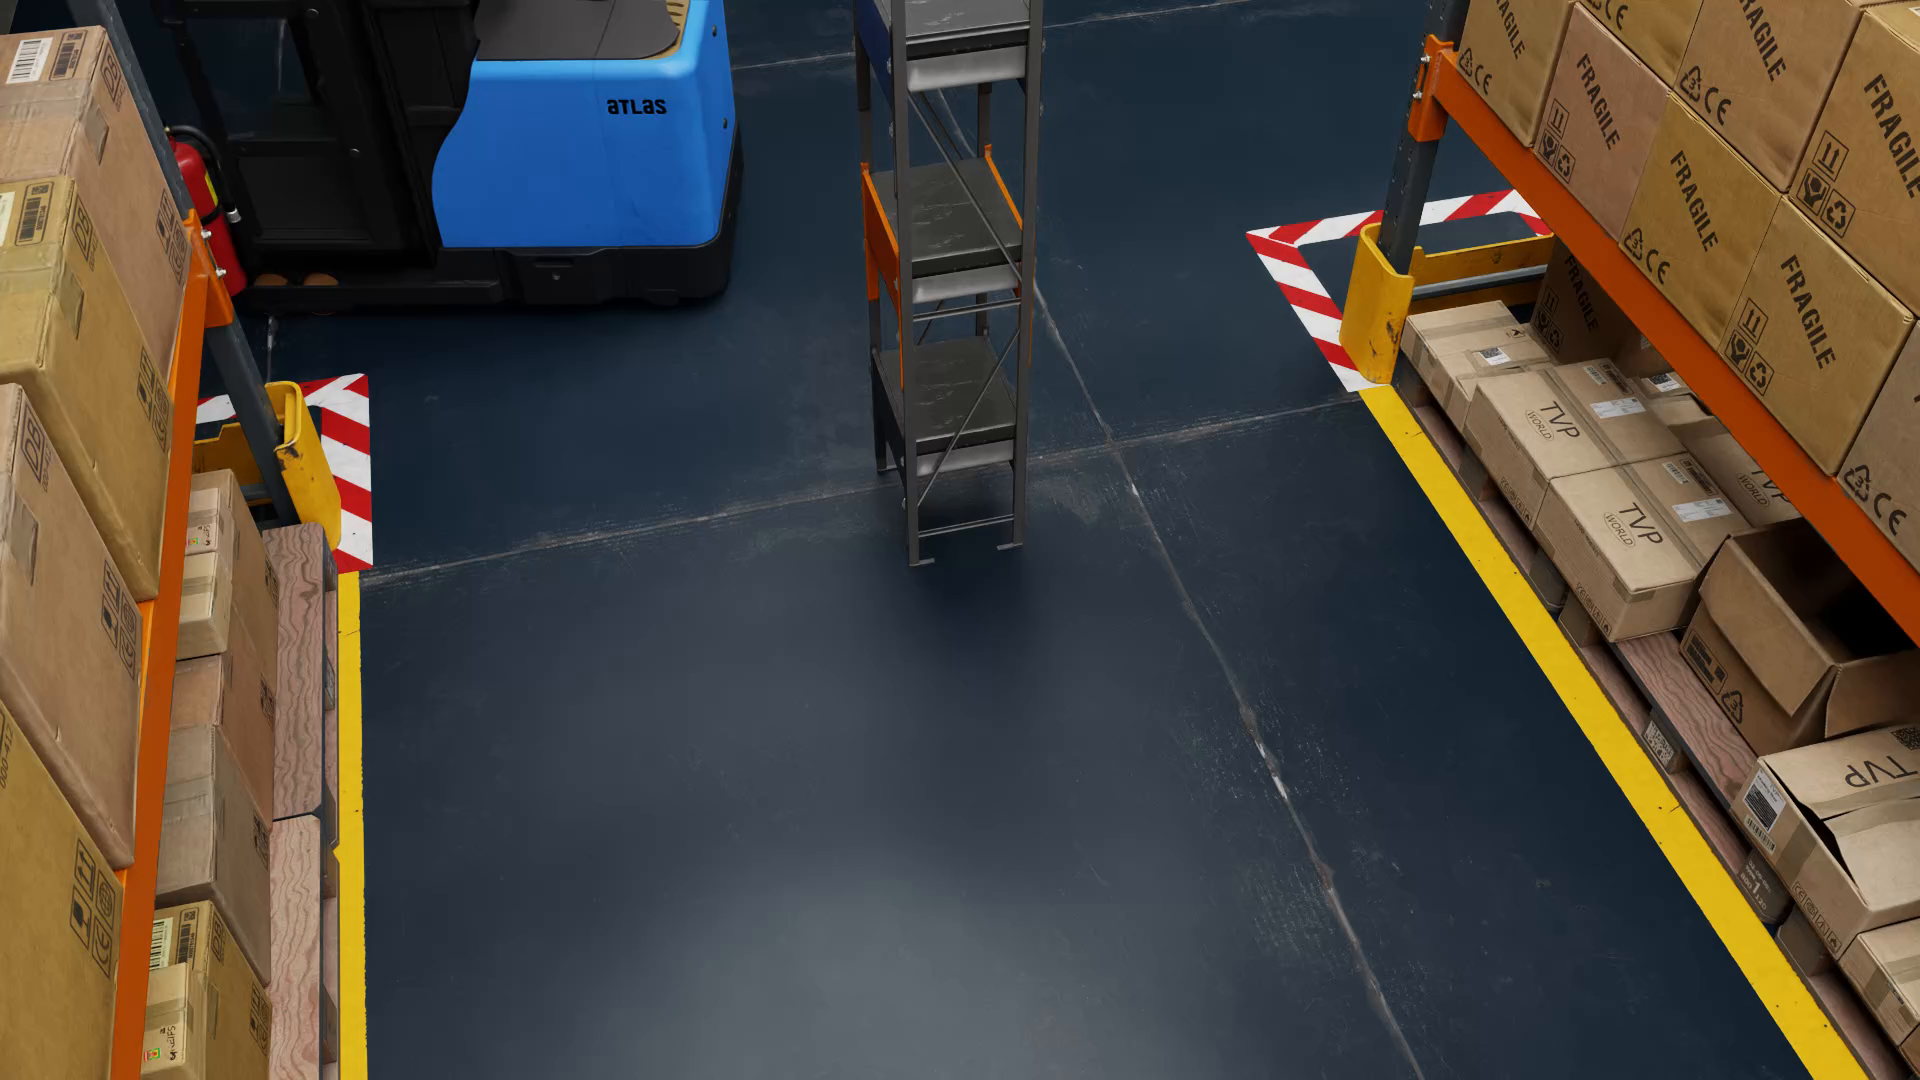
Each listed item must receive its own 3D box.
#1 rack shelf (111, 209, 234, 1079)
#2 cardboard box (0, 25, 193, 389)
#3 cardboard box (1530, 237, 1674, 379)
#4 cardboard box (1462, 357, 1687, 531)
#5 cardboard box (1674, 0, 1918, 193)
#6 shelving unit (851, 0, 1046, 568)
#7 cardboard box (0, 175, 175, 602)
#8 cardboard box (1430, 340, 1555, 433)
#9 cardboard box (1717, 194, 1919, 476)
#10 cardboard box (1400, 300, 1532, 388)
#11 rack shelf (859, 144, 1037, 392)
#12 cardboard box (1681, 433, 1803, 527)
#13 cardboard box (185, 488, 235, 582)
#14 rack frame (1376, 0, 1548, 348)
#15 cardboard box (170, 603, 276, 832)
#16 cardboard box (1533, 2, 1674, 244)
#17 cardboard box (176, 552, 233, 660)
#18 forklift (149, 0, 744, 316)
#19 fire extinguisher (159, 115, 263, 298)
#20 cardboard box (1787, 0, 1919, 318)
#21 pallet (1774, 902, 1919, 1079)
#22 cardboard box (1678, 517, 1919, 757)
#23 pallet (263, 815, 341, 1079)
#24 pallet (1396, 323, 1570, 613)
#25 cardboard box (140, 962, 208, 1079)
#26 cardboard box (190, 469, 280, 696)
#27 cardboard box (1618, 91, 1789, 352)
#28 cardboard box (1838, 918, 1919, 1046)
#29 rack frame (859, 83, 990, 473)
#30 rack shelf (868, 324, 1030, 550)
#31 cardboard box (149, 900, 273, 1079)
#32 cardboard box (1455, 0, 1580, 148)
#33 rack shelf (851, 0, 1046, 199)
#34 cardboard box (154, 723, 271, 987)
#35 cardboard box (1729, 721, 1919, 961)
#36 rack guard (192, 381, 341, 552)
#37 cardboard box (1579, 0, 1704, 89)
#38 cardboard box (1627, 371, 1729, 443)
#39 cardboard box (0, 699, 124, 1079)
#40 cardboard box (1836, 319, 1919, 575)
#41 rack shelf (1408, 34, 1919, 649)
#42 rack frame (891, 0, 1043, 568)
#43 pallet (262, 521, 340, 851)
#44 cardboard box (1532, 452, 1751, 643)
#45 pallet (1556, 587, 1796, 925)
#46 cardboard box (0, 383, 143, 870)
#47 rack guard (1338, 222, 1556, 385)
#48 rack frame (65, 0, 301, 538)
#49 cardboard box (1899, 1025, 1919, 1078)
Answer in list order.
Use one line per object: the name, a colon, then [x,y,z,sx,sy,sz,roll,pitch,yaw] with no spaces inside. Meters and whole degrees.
rack shelf: [-2.216,0.632,3.534,1.077,0.370,4.000,-11,47,-10]
cardboard box: [-2.588,-0.756,4.180,0.980,0.700,0.700,-9,46,-9]
cardboard box: [2.437,-0.858,5.933,0.500,0.500,0.500,-11,47,-10]
cardboard box: [2.052,-0.328,5.589,0.500,0.250,0.500,-11,47,-10]
cardboard box: [2.183,-1.234,4.089,0.500,0.500,0.500,-10,46,-10]
shelving unit: [-0.042,-0.849,5.112,0.431,2.100,0.503,-11,47,-10]
cardboard box: [-2.391,-0.255,3.690,0.980,0.700,0.700,-11,47,-11]
cardboard box: [1.898,-0.547,5.862,0.380,0.166,0.250,-11,47,-10]
cardboard box: [2.307,-0.542,4.111,0.500,0.500,0.500,-10,46,-10]
cardboard box: [1.834,-0.713,6.037,0.380,0.149,0.250,-11,47,-10]
rack shelf: [-0.042,-0.840,5.122,0.431,0.518,0.480,-11,47,-10]
cardboard box: [2.651,-0.109,5.374,0.500,0.250,0.500,-11,47,-10]
cardboard box: [-2.243,0.020,4.632,0.380,0.149,0.250,-11,47,-11]
rack frame: [2.059,-1.909,5.521,1.000,3.000,0.127,-11,47,-10]
cardboard box: [-2.324,0.537,4.579,0.700,0.500,0.500,-11,47,-10]
cardboard box: [2.055,-1.234,4.790,0.500,0.500,0.500,-11,47,-11]
cardboard box: [-2.177,0.197,4.459,0.380,0.149,0.250,-10,46,-9]
forklift: [-2.453,-2.299,5.951,3.031,2.935,1.130,0,46,0]
fire extinguisher: [-2.321,-1.032,4.976,0.296,0.674,0.183,-11,47,-10]
cardboard box: [2.313,-0.883,3.745,0.500,0.500,0.500,-11,47,-11]
pallet: [2.908,1.354,4.275,1.003,0.211,1.213,-11,47,-10]
cardboard box: [2.597,0.276,4.819,0.797,0.503,0.637,-11,47,-10]
pallet: [-2.139,1.354,4.276,1.003,0.211,1.213,-11,47,-10]
pallet: [2.284,-0.330,5.926,1.003,0.211,1.213,-11,47,-10]
cardboard box: [-1.842,1.096,3.577,0.380,0.149,0.250,-12,47,-11]
cardboard box: [-2.452,0.192,4.918,0.700,0.500,0.500,-11,47,-10]
cardboard box: [2.181,-0.887,4.449,0.500,0.500,0.500,-11,47,-10]
cardboard box: [2.509,1.107,4.253,0.380,0.149,0.250,-11,47,-10]
rack frame: [-0.105,-1.018,5.277,0.400,2.100,0.015,-11,47,-10]
rack shelf: [-0.042,-0.350,5.622,0.431,0.518,0.480,-11,47,-10]
cardboard box: [-2.051,1.251,3.880,0.700,0.500,0.500,-10,46,-9]
cardboard box: [1.918,-1.590,5.138,0.500,0.500,0.500,-10,46,-9]
rack shelf: [-0.042,-1.330,4.622,0.431,0.518,0.480,-11,47,-10]
cardboard box: [-2.195,0.885,4.239,0.700,0.500,0.500,-12,47,-12]
cardboard box: [2.471,0.780,4.460,0.500,0.311,0.500,-11,47,-10]
rack guard: [-2.734,-0.143,5.540,1.175,0.500,0.348,-11,47,-10]
cardboard box: [2.059,-1.580,4.428,0.500,0.500,0.500,-10,46,-10]
cardboard box: [2.453,-0.445,5.762,0.380,0.166,0.250,-11,47,-10]
cardboard box: [-2.009,0.773,2.682,0.980,0.700,0.700,-12,47,-11]
cardboard box: [2.440,-0.191,3.767,0.500,0.500,0.500,-10,46,-9]
rack shelf: [2.571,-0.277,4.425,1.077,0.370,4.000,-11,47,-10]
rack frame: [0.020,-0.681,4.947,0.400,2.100,0.015,-11,47,-10]
pallet: [-2.448,0.513,5.100,1.003,0.211,1.213,-11,47,-10]
cardboard box: [2.180,0.017,5.250,0.500,0.250,0.500,-11,47,-10]
pallet: [2.593,0.510,5.102,1.003,0.211,1.213,-11,47,-10]
cardboard box: [-2.205,0.273,3.173,0.980,0.700,0.700,-13,47,-12]
rack guard: [2.079,-0.982,6.362,1.175,0.500,0.348,-11,47,-10]
rack frame: [-2.728,-1.001,4.631,1.000,3.000,0.127,-11,47,-10]
cardboard box: [2.663,1.232,3.885,0.500,0.500,0.500,-11,47,-10]
